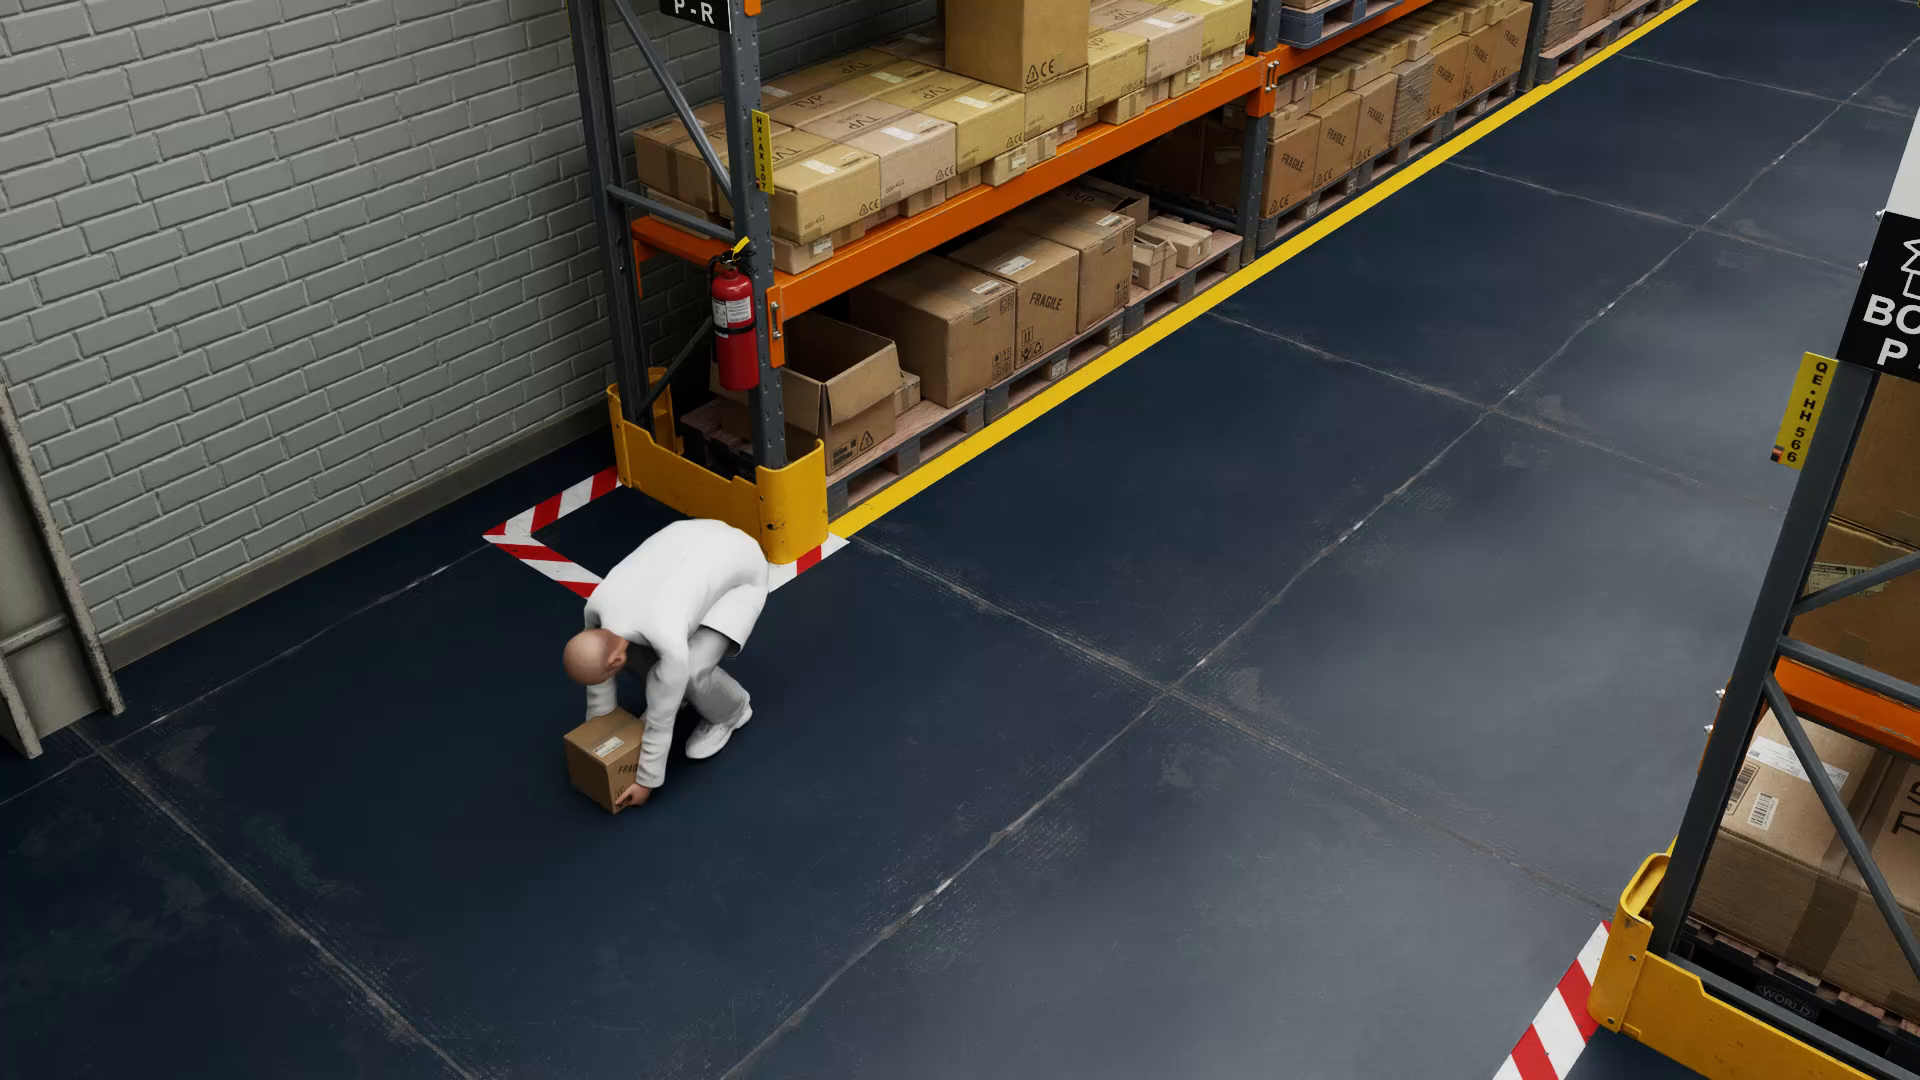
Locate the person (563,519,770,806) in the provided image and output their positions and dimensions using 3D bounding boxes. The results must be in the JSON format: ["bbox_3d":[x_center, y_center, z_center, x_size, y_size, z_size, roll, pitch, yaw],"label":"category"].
[{"bbox_3d":[-1.112,0.430,6.337,0.582,0.900,0.951,24,41,30],"label":"person"}]
